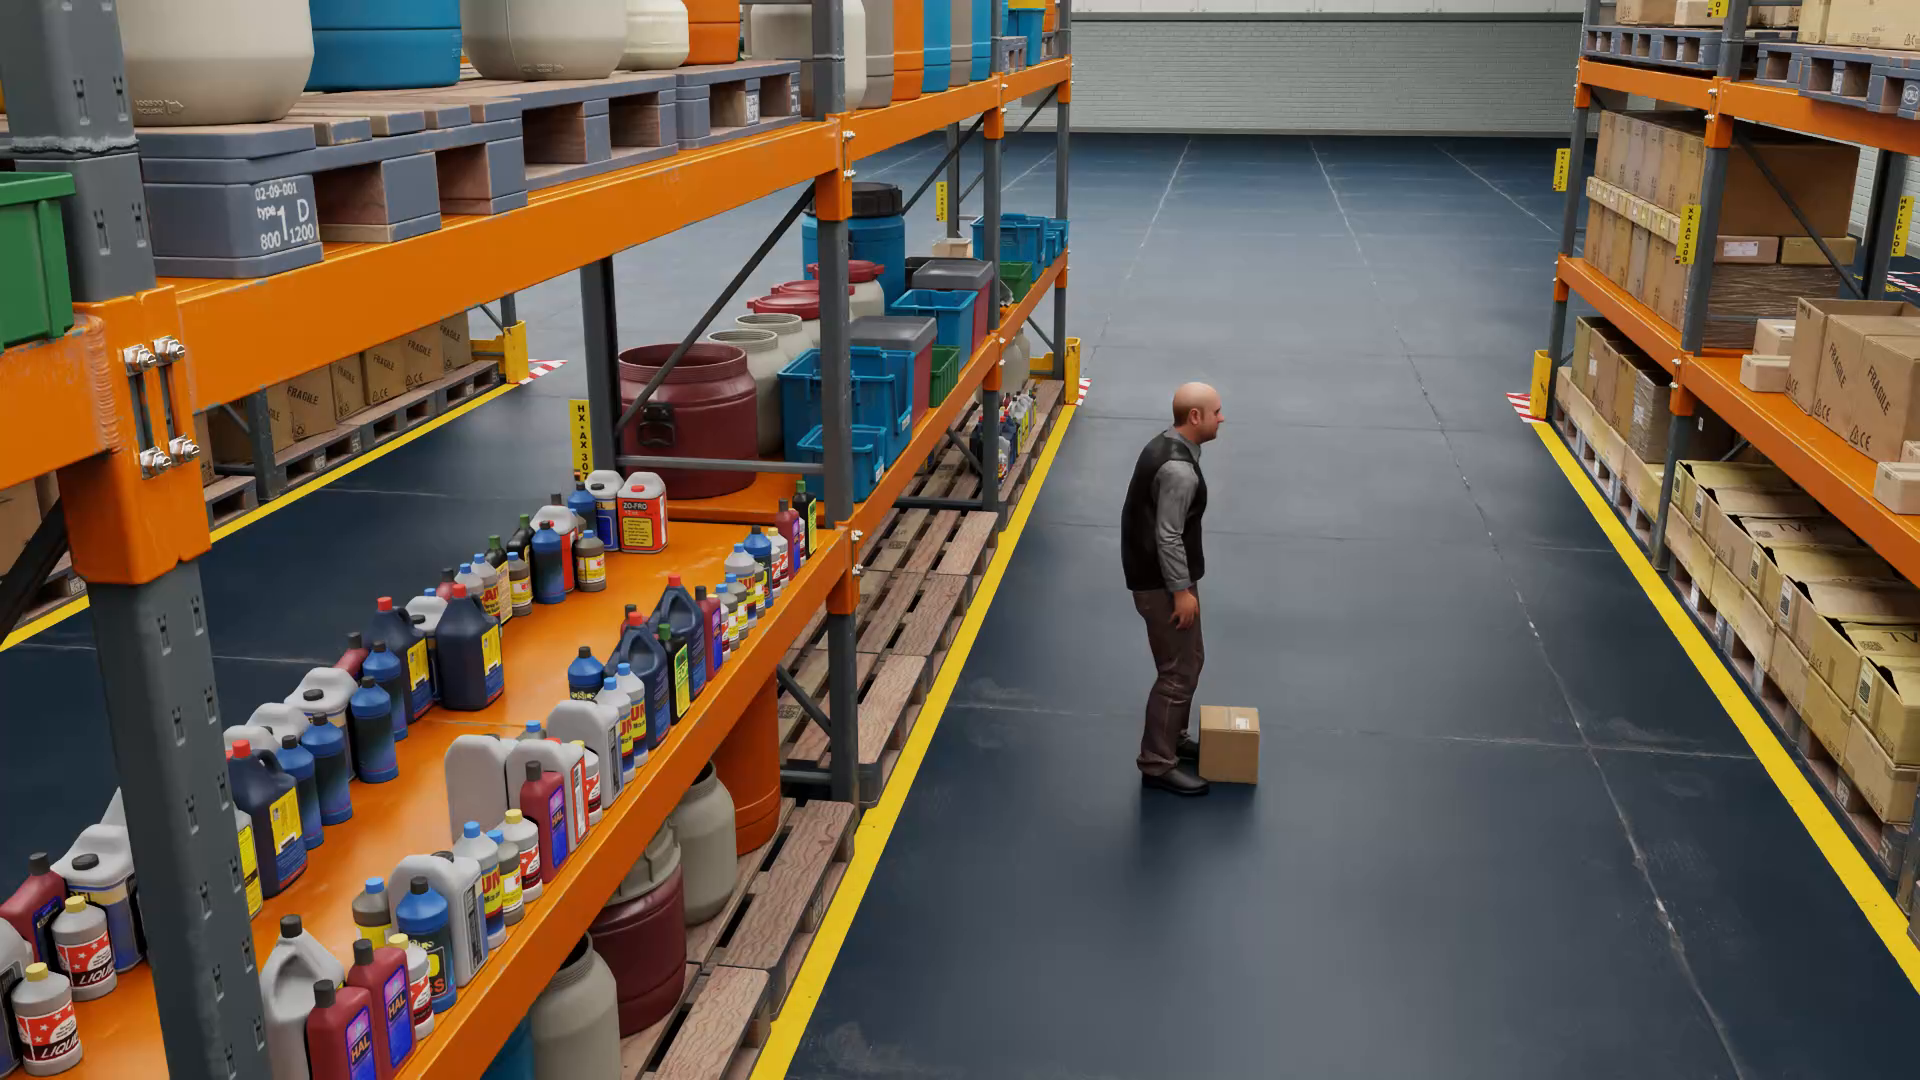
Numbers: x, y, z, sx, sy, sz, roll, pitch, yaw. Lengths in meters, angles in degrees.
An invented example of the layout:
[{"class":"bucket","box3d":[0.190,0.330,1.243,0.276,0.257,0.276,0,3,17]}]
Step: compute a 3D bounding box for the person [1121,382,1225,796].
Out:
[{"class":"person","box3d":[0.915,0.178,7.060,0.475,1.720,0.589,2,18,5]}]
